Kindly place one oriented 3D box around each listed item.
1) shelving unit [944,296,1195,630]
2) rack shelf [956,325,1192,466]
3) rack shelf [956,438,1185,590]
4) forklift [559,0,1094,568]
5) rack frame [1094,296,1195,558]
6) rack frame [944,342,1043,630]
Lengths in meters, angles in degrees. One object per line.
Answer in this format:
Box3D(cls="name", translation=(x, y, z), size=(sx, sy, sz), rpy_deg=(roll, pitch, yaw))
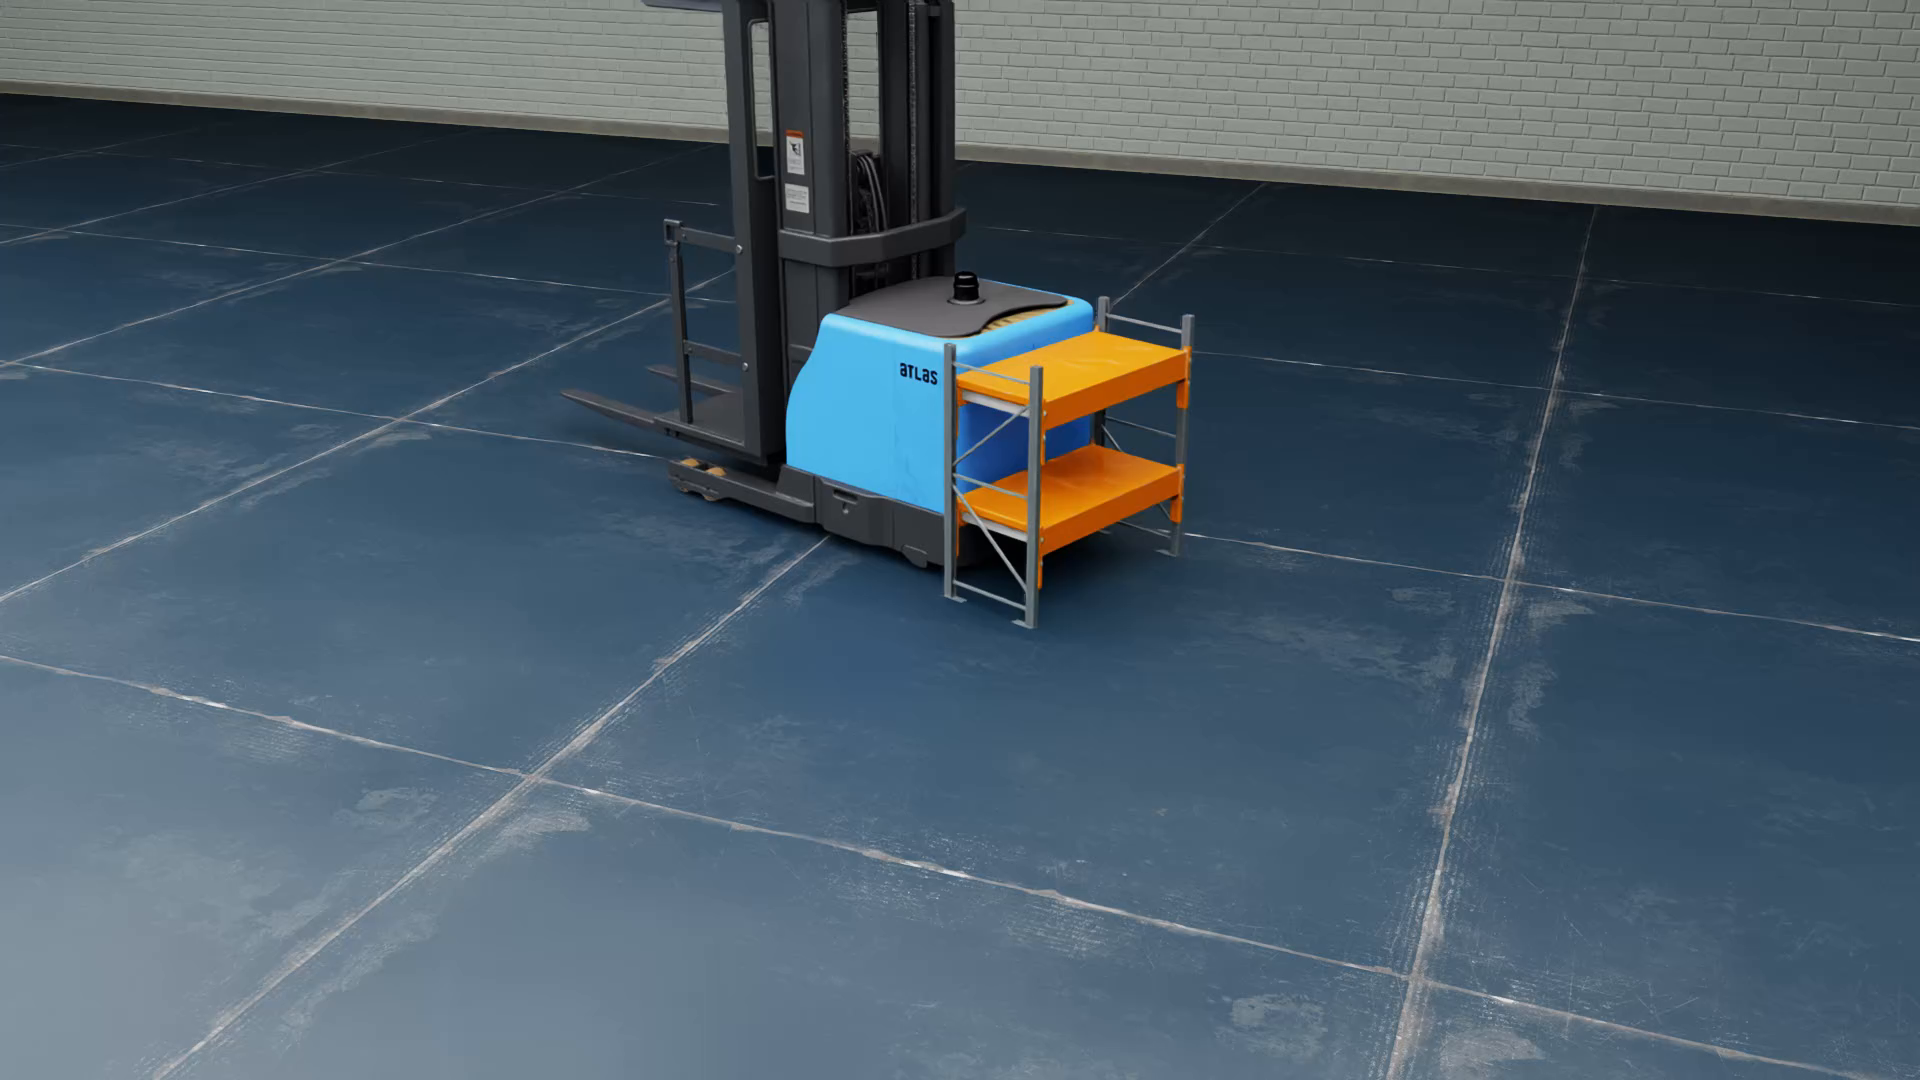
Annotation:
Box3D(cls="shelving unit", translation=(0.470, -0.360, 7.150), size=(0.538, 1.125, 1.048), rpy_deg=(19, 30, 38))
Box3D(cls="rack shelf", translation=(0.470, -0.630, 7.037), size=(0.538, 0.278, 1.000), rpy_deg=(19, 30, 38))
Box3D(cls="rack shelf", translation=(0.469, -0.134, 7.245), size=(0.538, 0.278, 1.000), rpy_deg=(19, 30, 38))
Box3D(cls="forklift", translation=(-0.826, -1.679, 7.968), size=(3.031, 2.935, 1.130), rpy_deg=(18, 29, 37))
Box3D(cls="rack frame", translation=(0.812, -0.505, 7.497), size=(0.500, 1.125, 0.032), rpy_deg=(19, 30, 38))
Box3D(cls="rack frame", translation=(0.128, -0.215, 6.803), size=(0.500, 1.125, 0.032), rpy_deg=(19, 30, 38))
